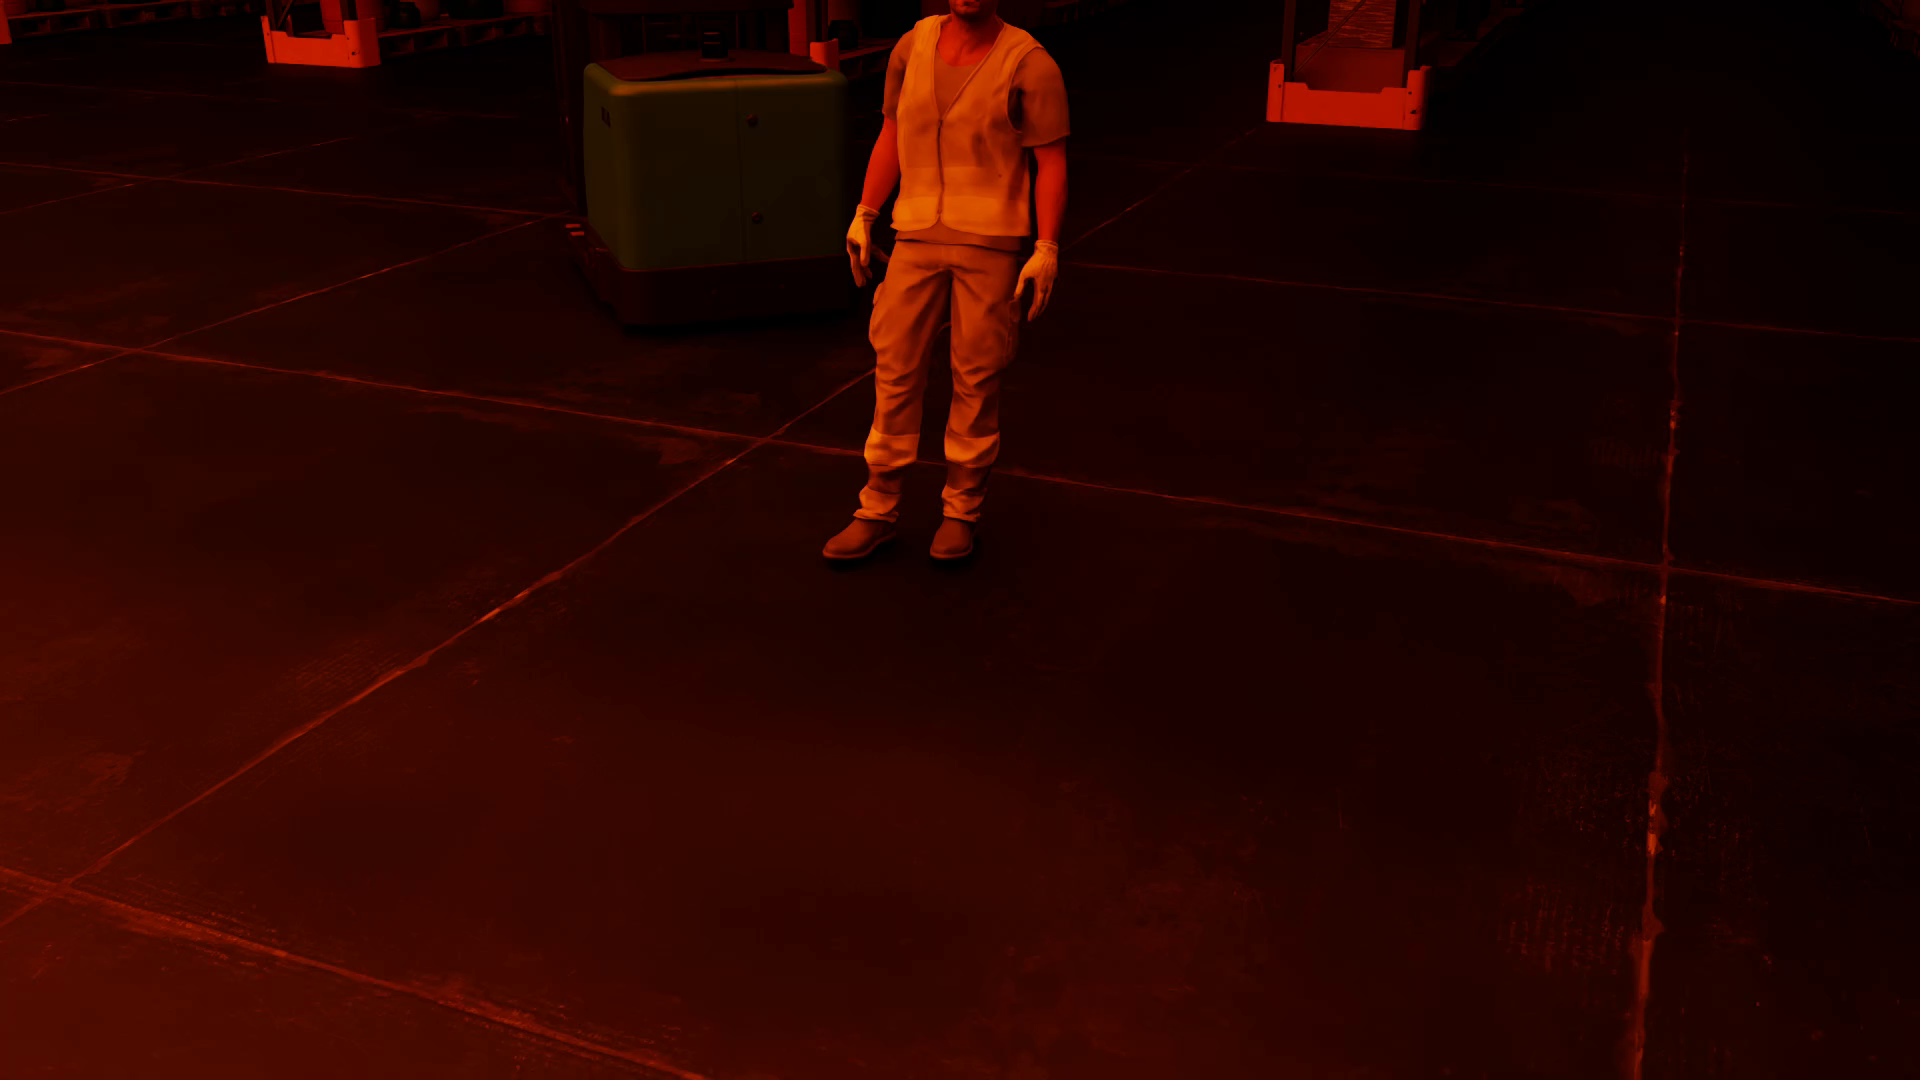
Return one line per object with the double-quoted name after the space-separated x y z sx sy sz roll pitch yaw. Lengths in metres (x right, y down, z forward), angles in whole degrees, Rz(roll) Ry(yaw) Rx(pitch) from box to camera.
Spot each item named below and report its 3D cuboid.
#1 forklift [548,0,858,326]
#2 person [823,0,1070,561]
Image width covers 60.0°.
-1.439 -2.804 8.000 1.130 2.935 3.031 -8 24 -19 "forklift"
-0.042 -0.806 4.681 0.637 1.787 0.564 9 24 21 "person"
